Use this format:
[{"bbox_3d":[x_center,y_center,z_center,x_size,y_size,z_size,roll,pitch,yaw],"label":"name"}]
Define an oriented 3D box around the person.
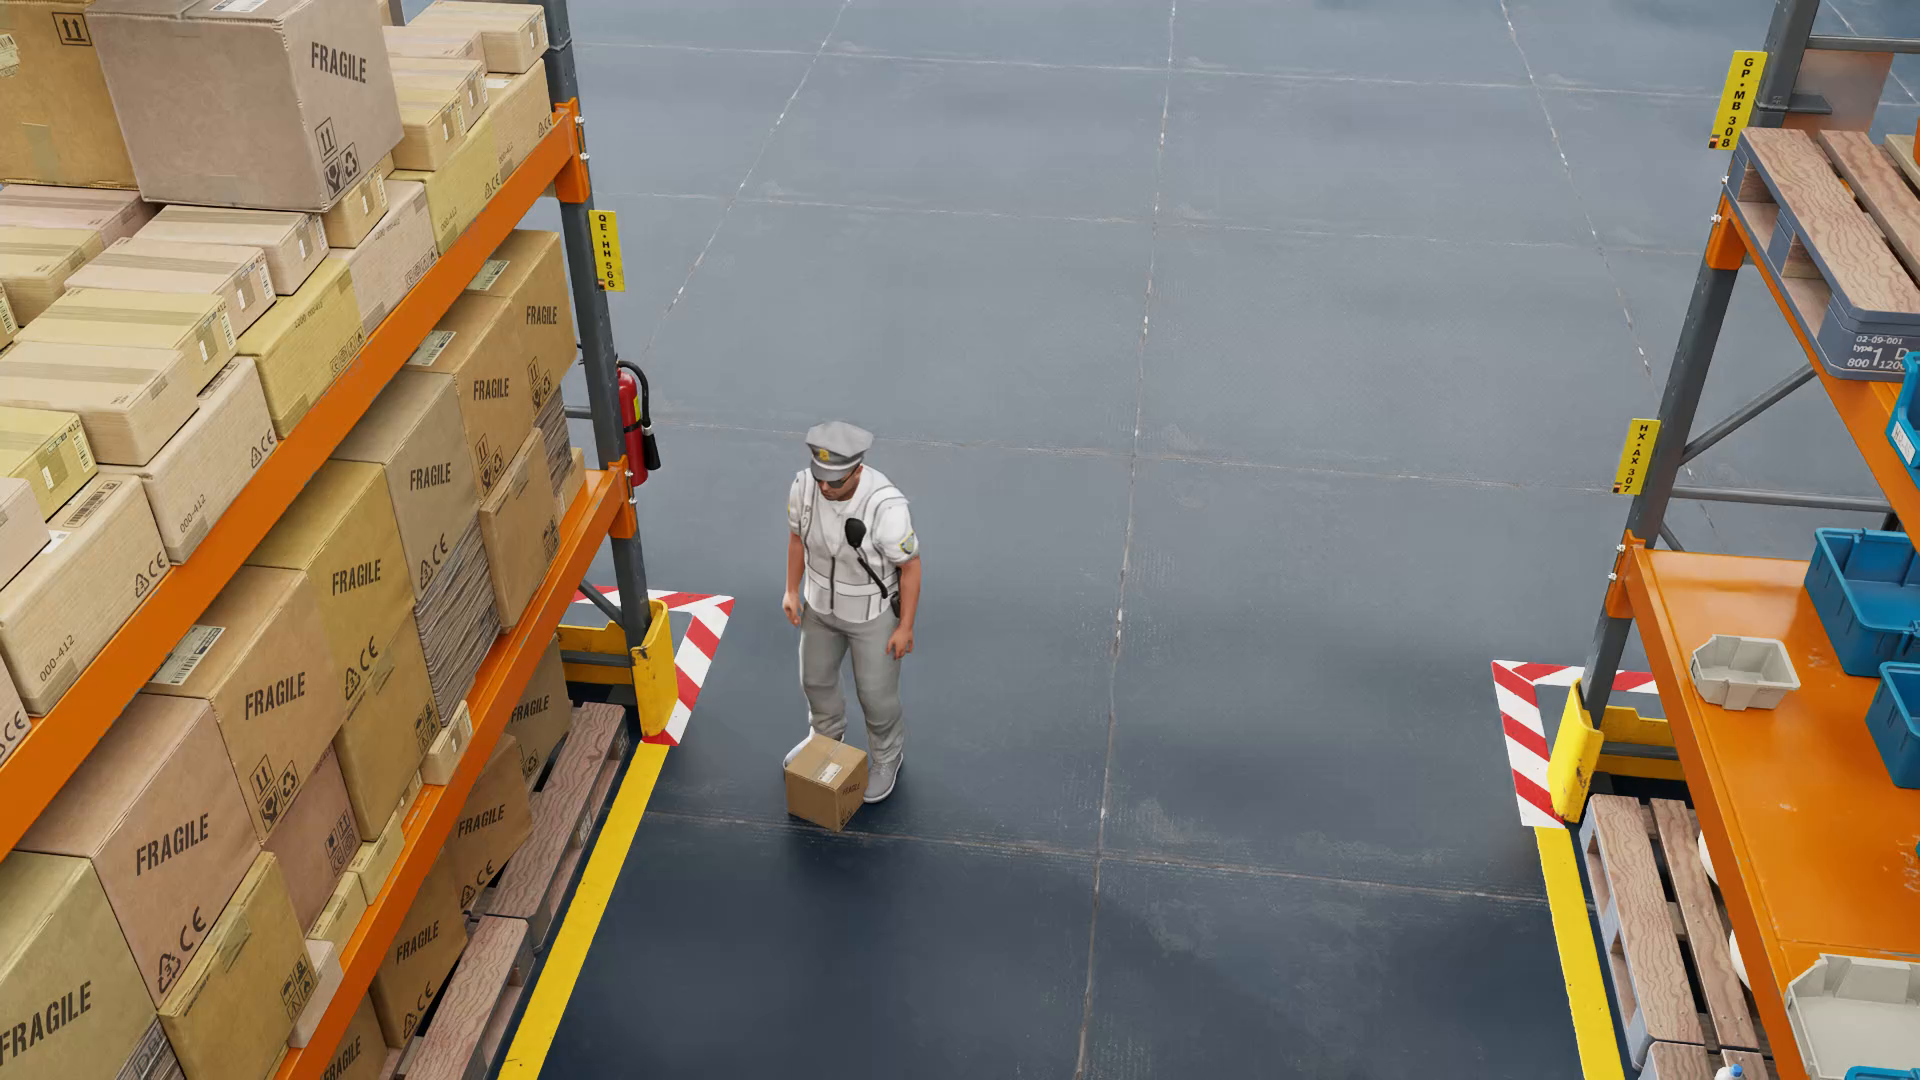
[{"bbox_3d":[-0.429,0.260,6.675,0.590,1.748,0.434,17,39,22],"label":"person"}]
